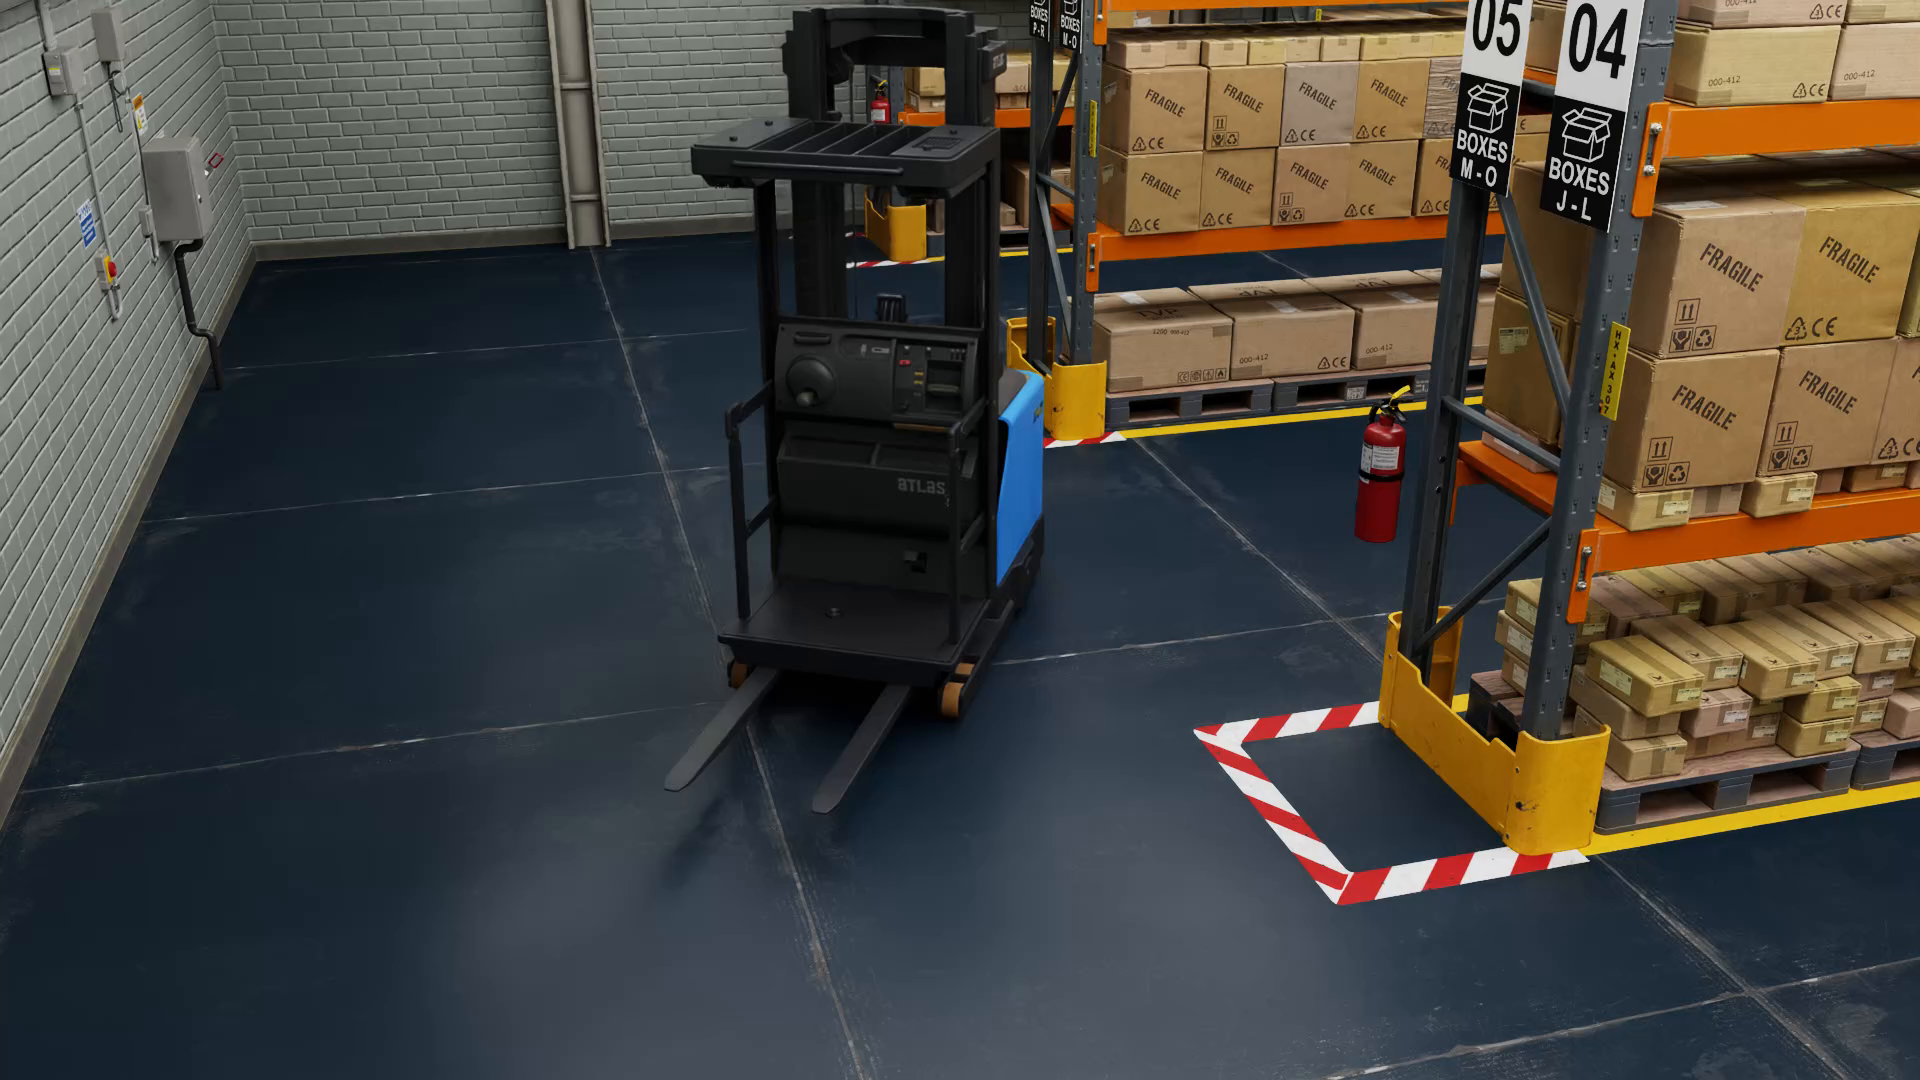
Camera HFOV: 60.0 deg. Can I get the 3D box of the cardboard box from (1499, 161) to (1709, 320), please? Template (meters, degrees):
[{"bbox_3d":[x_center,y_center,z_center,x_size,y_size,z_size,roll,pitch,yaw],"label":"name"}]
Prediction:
[{"bbox_3d":[2.464,-1.171,6.402,0.500,0.500,0.500,-7,24,-15],"label":"cardboard box"}]

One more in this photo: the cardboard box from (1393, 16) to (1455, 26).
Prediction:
[{"bbox_3d":[3.137,-3.451,11.272,0.250,0.149,0.380,-7,24,-16],"label":"cardboard box"}]

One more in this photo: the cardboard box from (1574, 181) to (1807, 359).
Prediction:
[{"bbox_3d":[2.595,-0.975,5.945,0.500,0.500,0.500,-6,24,-15],"label":"cardboard box"}]

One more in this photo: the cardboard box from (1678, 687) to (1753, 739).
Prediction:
[{"bbox_3d":[2.943,0.629,6.686,0.250,0.149,0.380,-6,24,-15],"label":"cardboard box"}]

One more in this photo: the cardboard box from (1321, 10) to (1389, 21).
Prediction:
[{"bbox_3d":[3.689,-4.770,15.903,0.500,0.500,0.700,-6,24,-13],"label":"cardboard box"}]

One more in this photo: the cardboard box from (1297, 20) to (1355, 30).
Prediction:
[{"bbox_3d":[2.419,-3.349,11.034,0.250,0.149,0.380,-6,24,-13],"label":"cardboard box"}]

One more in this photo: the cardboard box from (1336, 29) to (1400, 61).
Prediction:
[{"bbox_3d":[2.577,-3.139,10.545,0.250,0.149,0.380,-7,24,-16],"label":"cardboard box"}]

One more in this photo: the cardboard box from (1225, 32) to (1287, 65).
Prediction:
[{"bbox_3d":[1.836,-3.064,10.370,0.250,0.149,0.380,-7,24,-16],"label":"cardboard box"}]

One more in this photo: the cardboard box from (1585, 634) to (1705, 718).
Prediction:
[{"bbox_3d":[2.687,0.531,6.536,0.250,0.149,0.380,-7,24,-17],"label":"cardboard box"}]

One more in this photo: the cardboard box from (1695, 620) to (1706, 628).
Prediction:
[{"bbox_3d":[3.021,0.374,7.279,0.250,0.149,0.380,-7,24,-17],"label":"cardboard box"}]

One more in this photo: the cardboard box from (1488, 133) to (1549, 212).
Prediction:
[{"bbox_3d":[3.636,-2.523,11.198,0.500,0.500,0.500,-7,24,-16],"label":"cardboard box"}]

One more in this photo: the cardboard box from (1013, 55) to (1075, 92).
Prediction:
[{"bbox_3d":[0.794,-4.261,15.189,0.500,0.250,0.500,-7,24,-15],"label":"cardboard box"}]

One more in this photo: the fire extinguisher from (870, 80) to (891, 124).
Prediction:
[{"bbox_3d":[-0.705,-3.740,14.733,0.183,0.674,0.296,-6,24,-14],"label":"fire extinguisher"}]

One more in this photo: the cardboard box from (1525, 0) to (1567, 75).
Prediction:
[{"bbox_3d":[2.457,-1.844,6.129,0.500,0.250,0.500,-7,24,-16],"label":"cardboard box"}]

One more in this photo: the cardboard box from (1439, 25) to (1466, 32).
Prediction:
[{"bbox_3d":[3.301,-3.246,10.794,0.250,0.149,0.380,-6,24,-15],"label":"cardboard box"}]

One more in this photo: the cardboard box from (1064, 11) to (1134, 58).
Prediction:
[{"bbox_3d":[1.266,-4.656,15.160,0.500,0.500,0.500,-6,24,-13],"label":"cardboard box"}]

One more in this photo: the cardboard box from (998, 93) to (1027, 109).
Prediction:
[{"bbox_3d":[0.438,-4.043,15.187,0.250,0.149,0.380,-6,24,-13],"label":"cardboard box"}]

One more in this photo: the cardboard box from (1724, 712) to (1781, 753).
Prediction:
[{"bbox_3d":[3.149,0.709,6.876,0.250,0.149,0.380,-6,24,-14],"label":"cardboard box"}]

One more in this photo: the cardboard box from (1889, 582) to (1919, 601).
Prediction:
[{"bbox_3d":[4.165,0.321,7.027,0.250,0.149,0.380,-6,24,-14],"label":"cardboard box"}]

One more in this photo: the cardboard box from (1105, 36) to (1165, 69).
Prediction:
[{"bbox_3d":[1.073,-2.990,10.197,0.250,0.149,0.380,-6,24,-13],"label":"cardboard box"}]

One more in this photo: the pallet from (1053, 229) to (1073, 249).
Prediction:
[{"bbox_3d":[1.325,-3.078,16.157,1.213,0.211,1.003,-6,24,-14],"label":"pallet"}]

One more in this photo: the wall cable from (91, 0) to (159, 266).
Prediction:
[{"bbox_3d":[-5.161,-2.649,10.330,0.122,1.984,0.588,-6,24,-14],"label":"wall cable"}]

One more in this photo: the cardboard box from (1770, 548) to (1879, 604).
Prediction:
[{"bbox_3d":[3.798,0.186,7.342,0.250,0.149,0.380,-7,24,-16],"label":"cardboard box"}]

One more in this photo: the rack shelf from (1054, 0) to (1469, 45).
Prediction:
[{"bbox_3d":[2.582,-3.515,10.746,4.000,0.370,1.077,-6,24,-14],"label":"rack shelf"}]

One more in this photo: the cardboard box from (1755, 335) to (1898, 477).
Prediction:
[{"bbox_3d":[3.106,-0.578,6.288,0.500,0.500,0.500,-6,24,-14],"label":"cardboard box"}]

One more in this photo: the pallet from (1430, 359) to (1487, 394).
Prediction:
[{"bbox_3d":[3.754,-1.347,12.122,1.213,0.211,1.003,-6,24,-14],"label":"pallet"}]

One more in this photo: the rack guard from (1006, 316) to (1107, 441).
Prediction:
[{"bbox_3d":[0.633,-1.103,11.186,0.348,0.500,1.175,-6,24,-14],"label":"rack guard"}]

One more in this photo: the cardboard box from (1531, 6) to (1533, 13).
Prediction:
[{"bbox_3d":[5.493,-4.987,16.404,0.637,0.503,0.797,-7,24,-16],"label":"cardboard box"}]

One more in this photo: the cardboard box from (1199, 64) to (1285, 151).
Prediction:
[{"bbox_3d":[1.691,-2.760,10.484,0.500,0.500,0.500,-7,24,-16],"label":"cardboard box"}]

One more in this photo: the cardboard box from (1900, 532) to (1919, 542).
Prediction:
[{"bbox_3d":[4.531,0.075,7.599,0.250,0.149,0.380,-6,24,-13],"label":"cardboard box"}]

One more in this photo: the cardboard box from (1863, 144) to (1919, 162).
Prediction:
[{"bbox_3d":[3.958,-1.341,6.799,0.500,0.500,0.500,-7,24,-16],"label":"cardboard box"}]

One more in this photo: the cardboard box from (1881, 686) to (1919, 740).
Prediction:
[{"bbox_3d":[3.908,0.667,6.975,0.250,0.149,0.380,-8,24,-17],"label":"cardboard box"}]

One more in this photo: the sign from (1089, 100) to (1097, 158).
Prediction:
[{"bbox_3d":[0.800,-2.477,10.020,0.005,0.325,0.100,-6,24,-14],"label":"sign"}]

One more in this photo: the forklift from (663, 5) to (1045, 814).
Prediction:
[{"bbox_3d":[-0.431,-0.720,7.211,1.130,2.935,3.031,6,24,14],"label":"forklift"}]

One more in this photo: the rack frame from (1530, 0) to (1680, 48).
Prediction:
[{"bbox_3d":[2.091,-3.142,5.161,0.127,3.000,1.000,-6,24,-14],"label":"rack frame"}]

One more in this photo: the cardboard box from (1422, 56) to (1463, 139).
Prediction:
[{"bbox_3d":[3.149,-2.922,10.860,0.500,0.500,0.500,-6,24,-14],"label":"cardboard box"}]

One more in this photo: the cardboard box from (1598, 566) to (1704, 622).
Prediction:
[{"bbox_3d":[3.004,0.225,7.250,0.250,0.149,0.380,-7,24,-16],"label":"cardboard box"}]

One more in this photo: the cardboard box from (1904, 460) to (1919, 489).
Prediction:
[{"bbox_3d":[3.724,-0.346,6.571,0.250,0.149,0.380,-7,24,-15],"label":"cardboard box"}]

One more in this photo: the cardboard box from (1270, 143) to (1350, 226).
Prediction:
[{"bbox_3d":[2.170,-2.354,10.805,0.500,0.500,0.500,-6,24,-15],"label":"cardboard box"}]

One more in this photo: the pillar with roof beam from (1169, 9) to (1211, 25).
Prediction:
[{"bbox_3d":[3.412,-5.955,11.716,0.400,9.000,9.100,-6,24,-14],"label":"pillar with roof beam"}]

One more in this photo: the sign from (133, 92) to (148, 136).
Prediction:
[{"bbox_3d":[-5.378,-2.794,10.910,0.001,0.242,0.339,-6,24,-14],"label":"sign"}]

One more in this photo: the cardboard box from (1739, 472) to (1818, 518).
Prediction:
[{"bbox_3d":[2.998,-0.231,6.303,0.250,0.149,0.380,-7,24,-16],"label":"cardboard box"}]

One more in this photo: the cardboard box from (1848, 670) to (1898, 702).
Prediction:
[{"bbox_3d":[3.661,0.519,6.943,0.250,0.149,0.380,-7,24,-17],"label":"cardboard box"}]

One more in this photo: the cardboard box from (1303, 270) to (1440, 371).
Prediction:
[{"bbox_3d":[3.012,-1.574,11.831,0.875,0.438,0.875,-7,24,-16],"label":"cardboard box"}]

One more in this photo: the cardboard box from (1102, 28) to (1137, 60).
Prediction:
[{"bbox_3d":[0.948,-3.172,10.621,0.250,0.149,0.380,-6,24,-14],"label":"cardboard box"}]

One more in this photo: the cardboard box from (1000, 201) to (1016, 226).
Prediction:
[{"bbox_3d":[0.346,-3.081,15.708,0.250,0.149,0.380,-7,24,-16],"label":"cardboard box"}]

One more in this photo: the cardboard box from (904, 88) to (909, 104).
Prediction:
[{"bbox_3d":[-0.442,-4.160,15.459,0.250,0.149,0.380,-7,24,-15],"label":"cardboard box"}]

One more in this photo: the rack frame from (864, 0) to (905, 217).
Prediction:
[{"bbox_3d":[-0.688,-4.138,15.090,0.127,3.000,1.000,-6,24,-14],"label":"rack frame"}]

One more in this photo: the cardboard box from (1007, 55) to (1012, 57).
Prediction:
[{"bbox_3d":[0.180,-4.410,15.537,0.500,0.250,0.500,-6,24,-14],"label":"cardboard box"}]

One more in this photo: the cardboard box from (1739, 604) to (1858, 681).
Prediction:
[{"bbox_3d":[3.413,0.420,6.795,0.250,0.149,0.380,-8,24,-17],"label":"cardboard box"}]

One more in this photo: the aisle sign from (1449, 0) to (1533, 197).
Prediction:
[{"bbox_3d":[1.939,-1.686,6.079,0.004,0.787,0.394,-6,24,-14],"label":"aisle sign"}]

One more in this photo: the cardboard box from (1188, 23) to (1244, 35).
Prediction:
[{"bbox_3d":[1.665,-3.279,10.870,0.250,0.149,0.380,-6,24,-13],"label":"cardboard box"}]

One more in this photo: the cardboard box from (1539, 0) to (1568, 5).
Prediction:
[{"bbox_3d":[2.465,-2.070,6.023,0.500,0.250,0.500,-7,24,-16],"label":"cardboard box"}]
